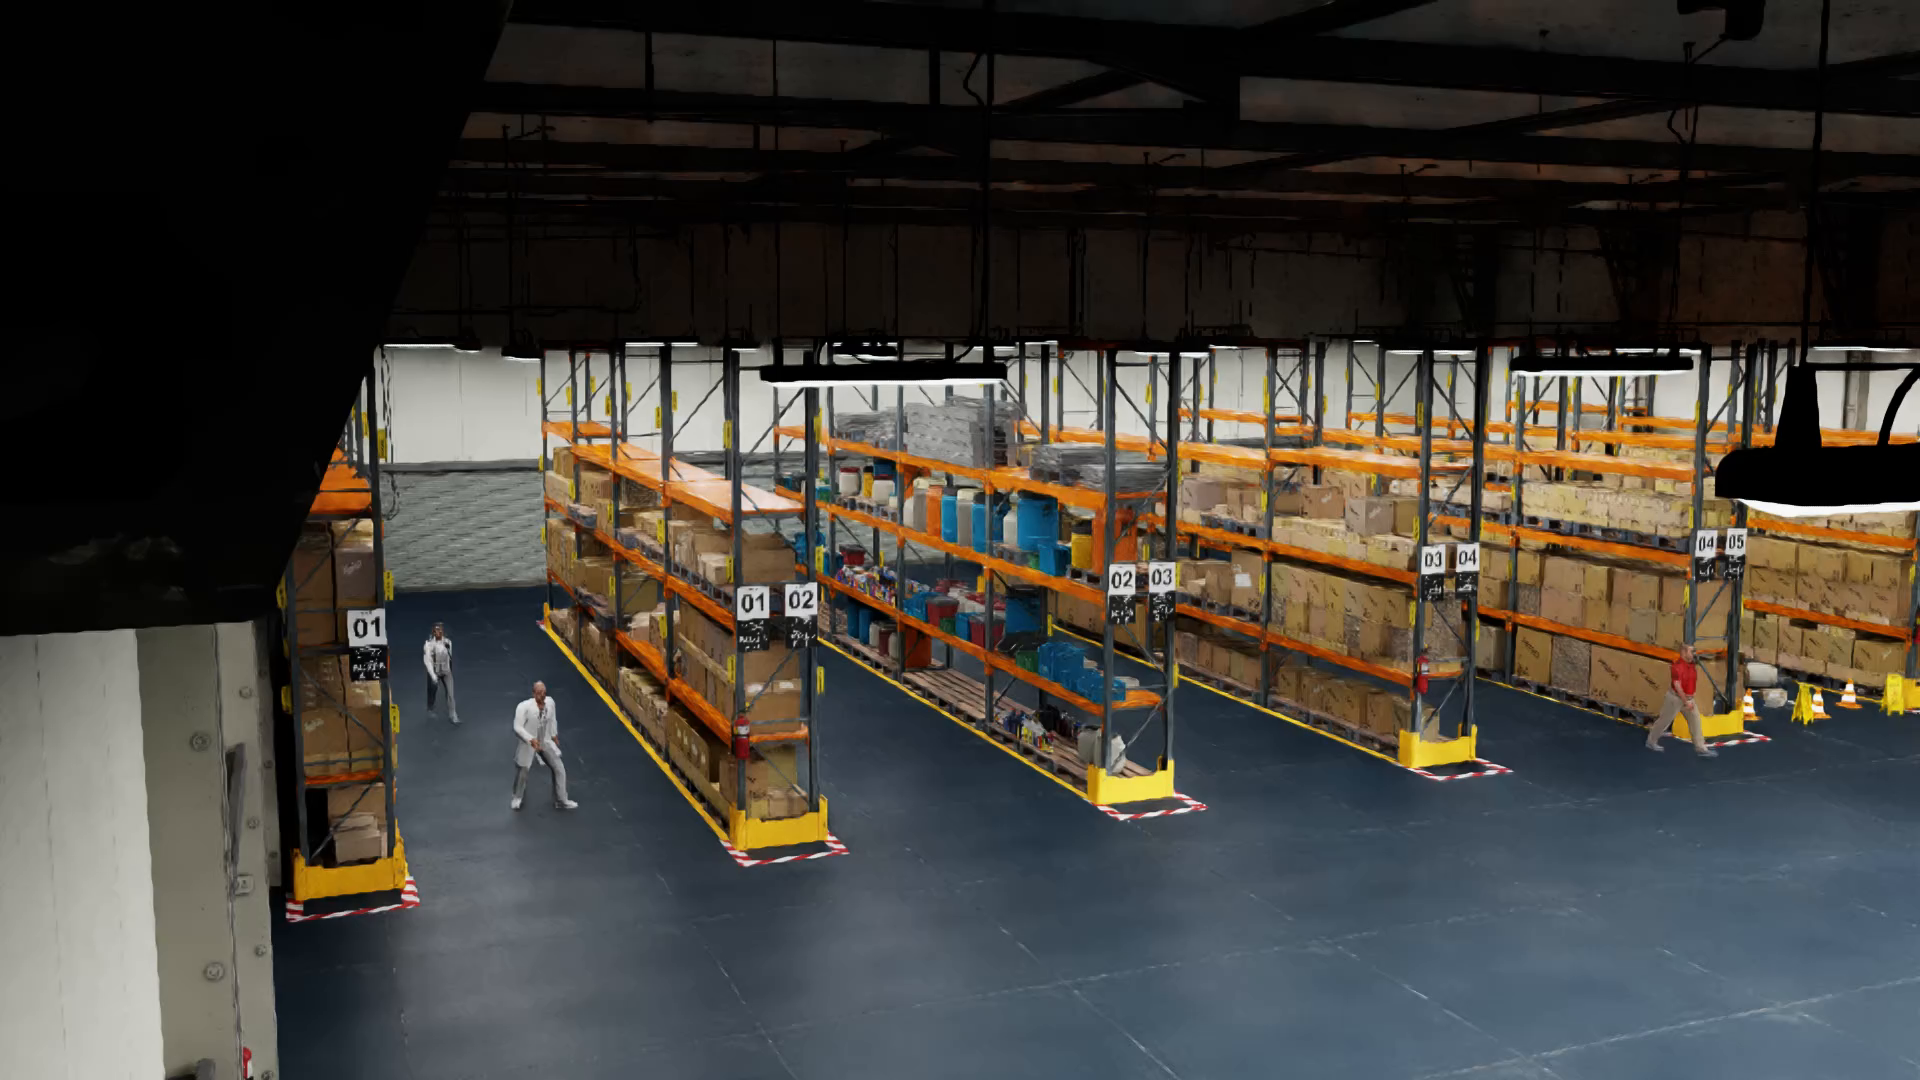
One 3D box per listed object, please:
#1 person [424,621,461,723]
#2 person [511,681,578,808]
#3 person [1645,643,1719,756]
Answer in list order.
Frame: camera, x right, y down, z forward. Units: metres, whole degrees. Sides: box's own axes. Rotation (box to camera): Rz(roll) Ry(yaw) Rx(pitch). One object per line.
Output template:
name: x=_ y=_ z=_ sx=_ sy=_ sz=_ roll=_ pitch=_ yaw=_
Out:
person: x=-8.281 y=2.079 z=26.440 sx=0.483 sy=1.621 sz=0.987 roll=-4 pitch=9 yaw=-30
person: x=-5.516 y=2.661 z=21.688 sx=0.735 sy=1.715 sz=0.896 roll=-6 pitch=9 yaw=-38
person: x=10.597 y=2.371 z=24.383 sx=0.535 sy=1.578 sz=1.028 roll=-4 pitch=9 yaw=-30
